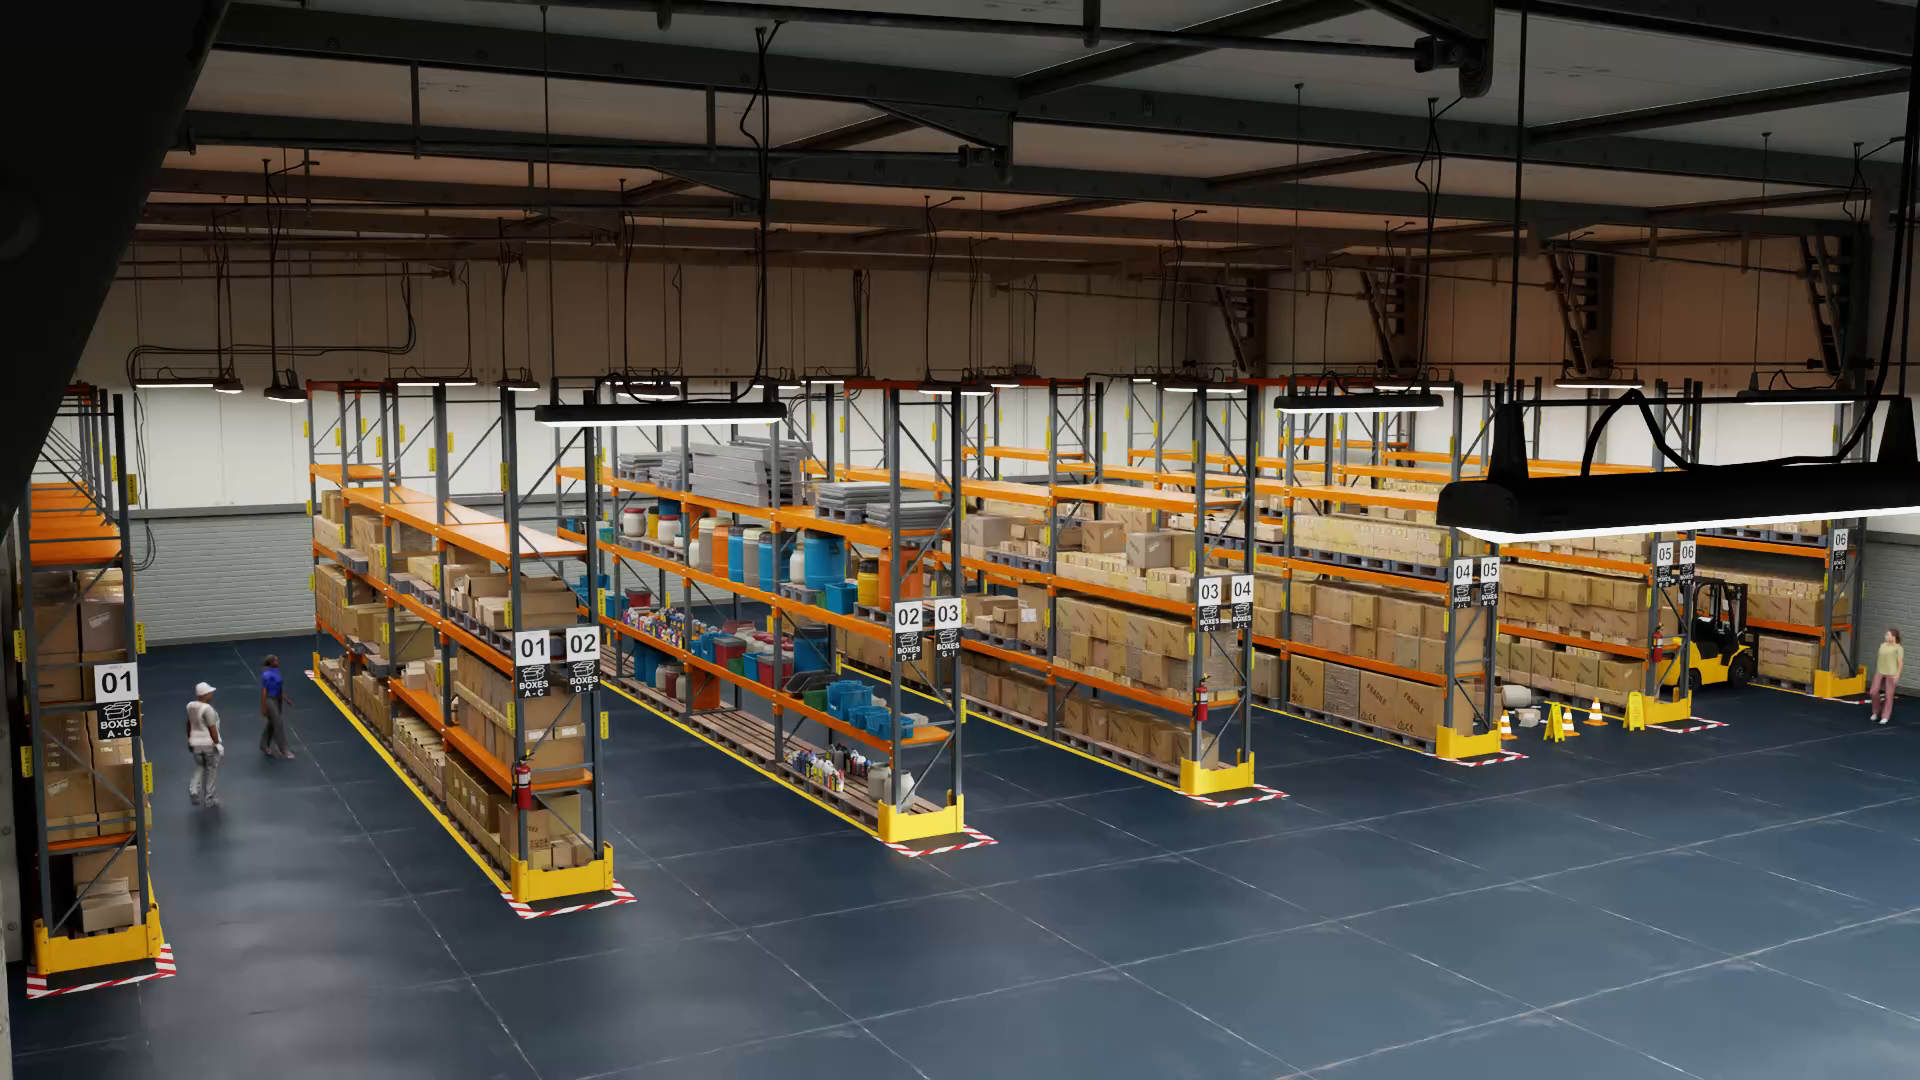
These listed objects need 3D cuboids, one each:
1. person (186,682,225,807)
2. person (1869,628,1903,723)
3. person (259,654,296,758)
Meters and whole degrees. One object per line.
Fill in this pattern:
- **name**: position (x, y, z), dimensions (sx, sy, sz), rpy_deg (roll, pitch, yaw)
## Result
- **person**: position (-10.769, 2.911, 23.678), dimensions (0.602, 1.777, 0.468), rpy_deg (1, 6, 5)
- **person**: position (16.354, 2.401, 29.337), dimensions (0.472, 1.691, 0.482), rpy_deg (6, 9, 45)
- **person**: position (-11.007, 2.661, 26.797), dimensions (0.745, 1.634, 0.527), rpy_deg (1, 6, 12)
